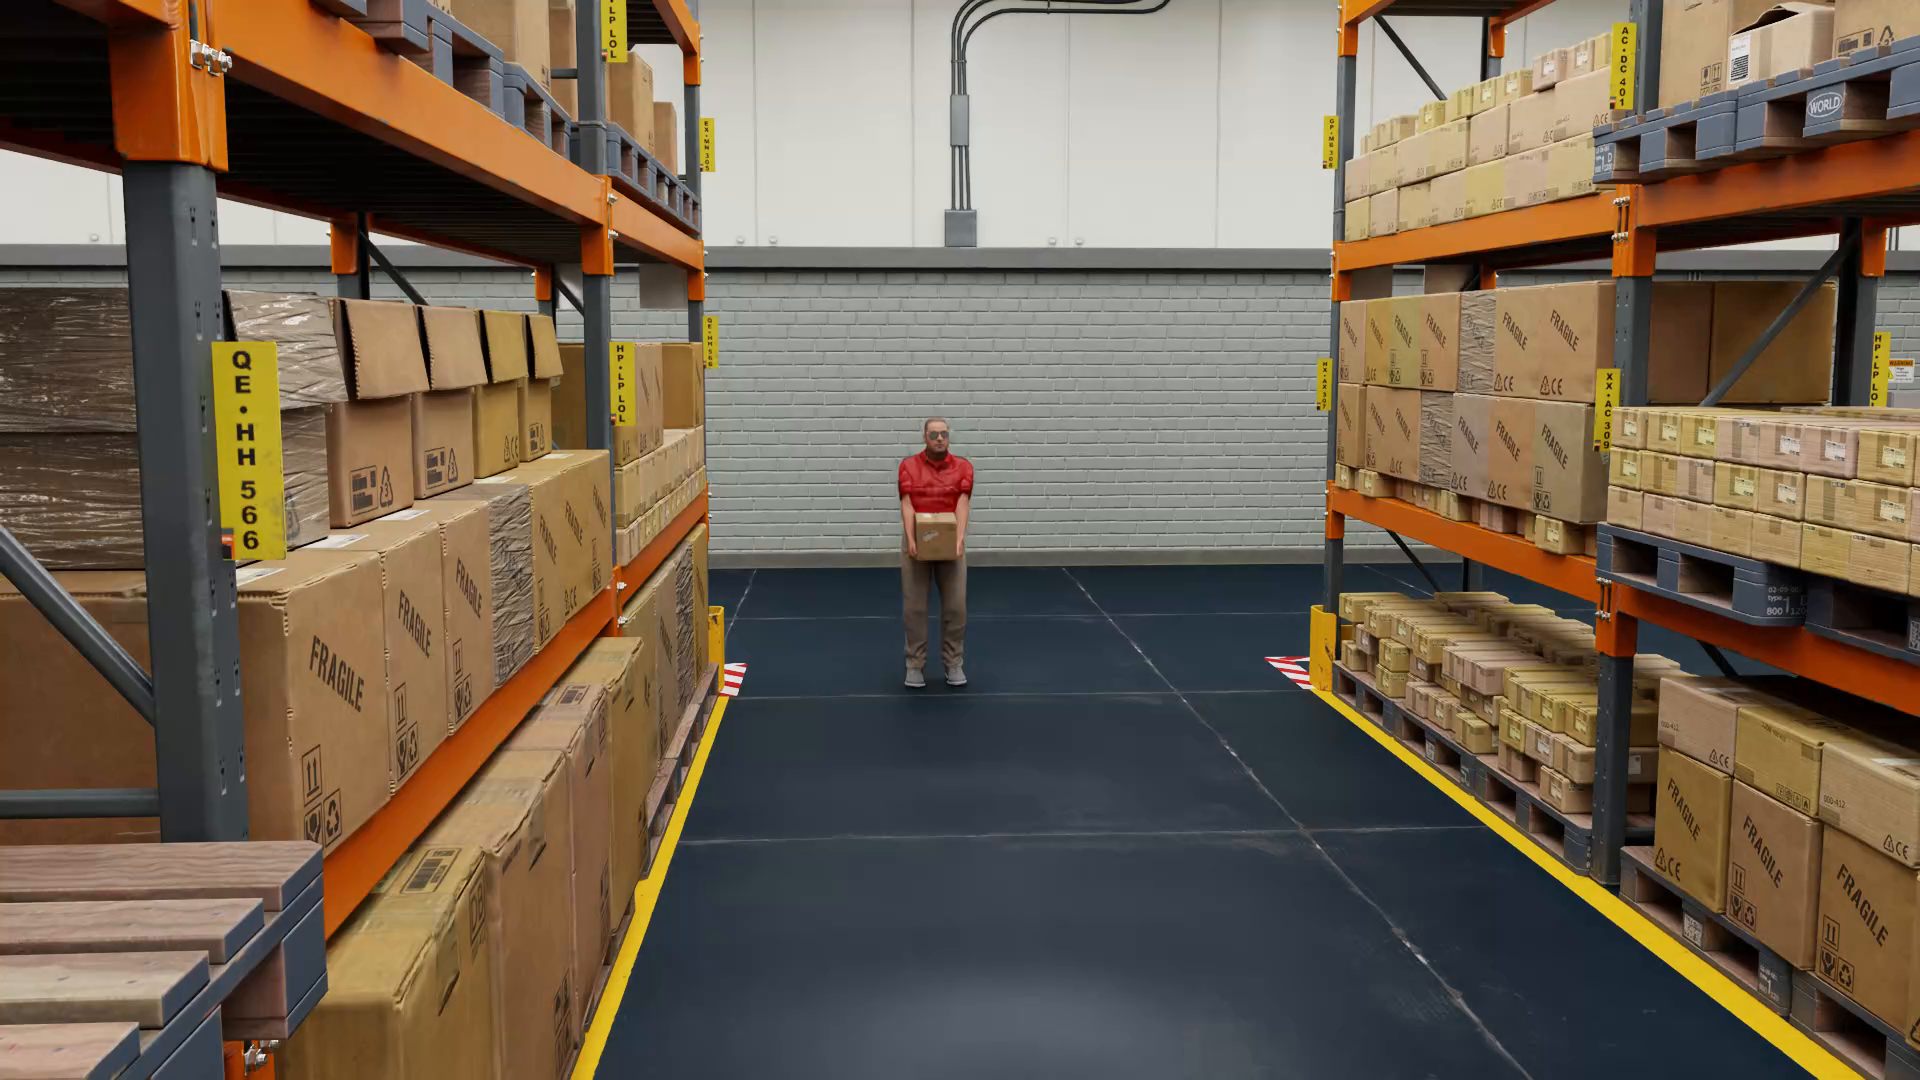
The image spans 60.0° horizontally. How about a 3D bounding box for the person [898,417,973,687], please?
[{"bbox_3d":[-0.150,0.080,10.686,0.490,1.726,0.541,-1,7,-5],"label":"person"}]
